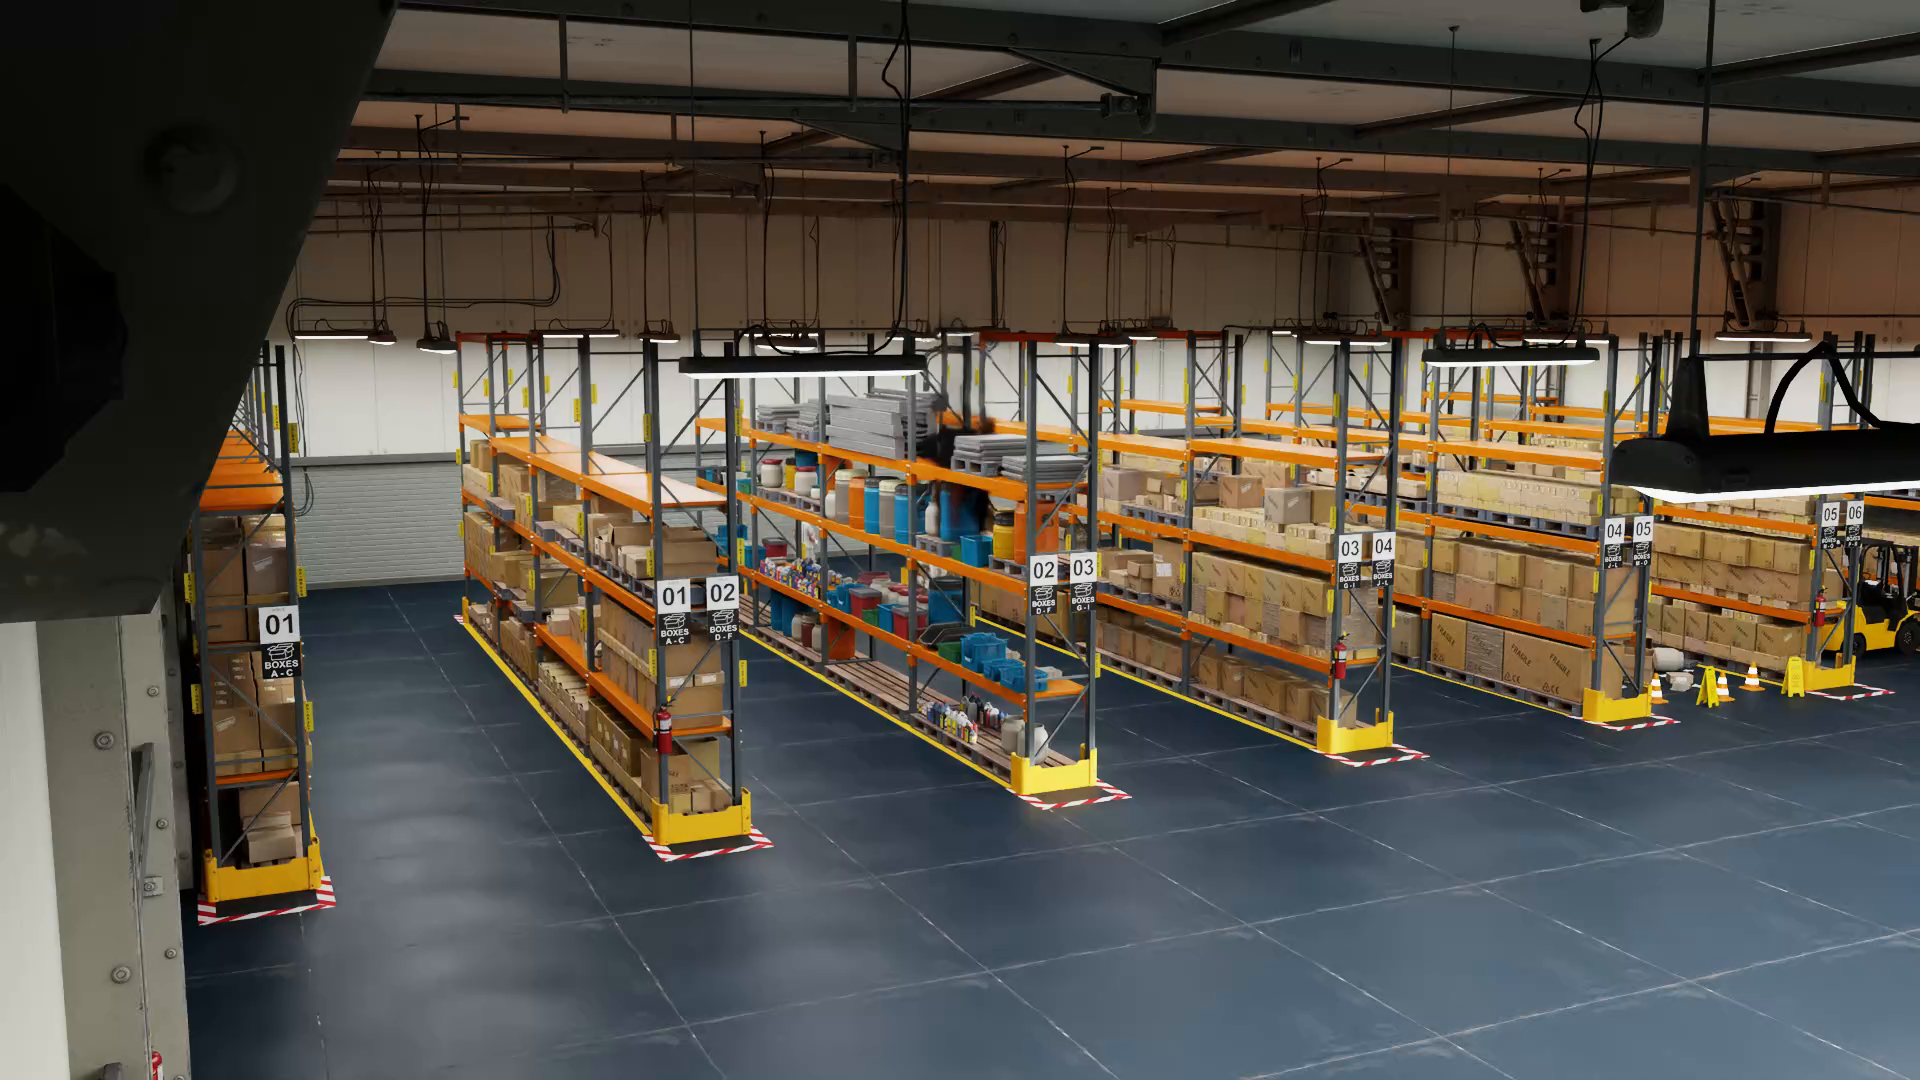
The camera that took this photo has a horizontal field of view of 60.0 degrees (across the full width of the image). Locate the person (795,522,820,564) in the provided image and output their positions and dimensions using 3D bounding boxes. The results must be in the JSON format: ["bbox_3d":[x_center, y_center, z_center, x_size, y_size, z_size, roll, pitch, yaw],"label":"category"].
[{"bbox_3d":[-3.596,0.224,38.859,0.973,1.772,0.683,-4,9,-27],"label":"person"}]

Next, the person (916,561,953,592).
[{"bbox_3d":[-0.521,1.006,33.181,0.674,1.786,0.977,-5,9,-35],"label":"person"}]
